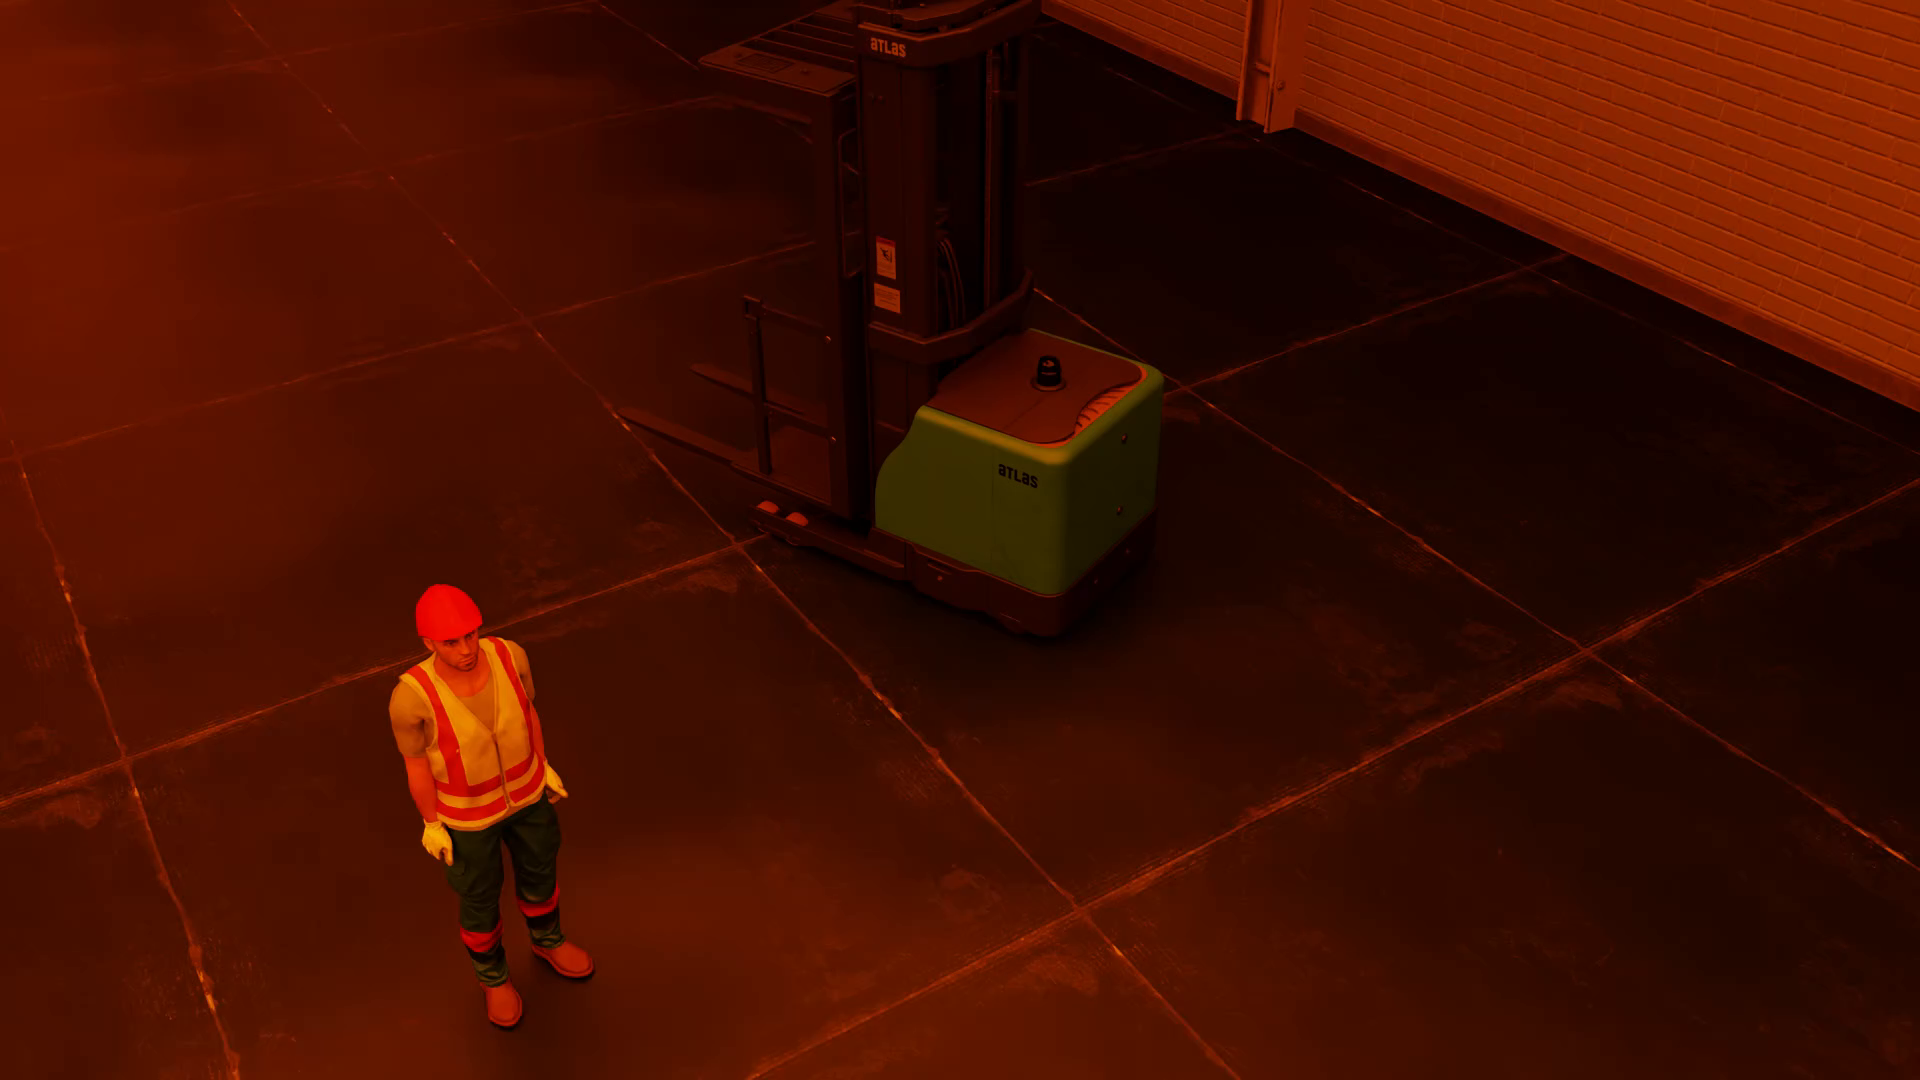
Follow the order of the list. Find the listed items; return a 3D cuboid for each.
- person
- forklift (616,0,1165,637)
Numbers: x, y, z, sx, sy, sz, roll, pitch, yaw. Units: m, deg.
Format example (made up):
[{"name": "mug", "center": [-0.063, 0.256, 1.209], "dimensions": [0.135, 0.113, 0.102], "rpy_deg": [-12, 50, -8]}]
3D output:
[{"name": "person", "center": [-1.636, 0.921, 5.832], "dimensions": [0.527, 1.795, 0.382], "rpy_deg": [-29, 44, -34]}, {"name": "forklift", "center": [-0.500, -1.399, 8.138], "dimensions": [3.031, 2.935, 1.130], "rpy_deg": [22, 41, 28]}]
